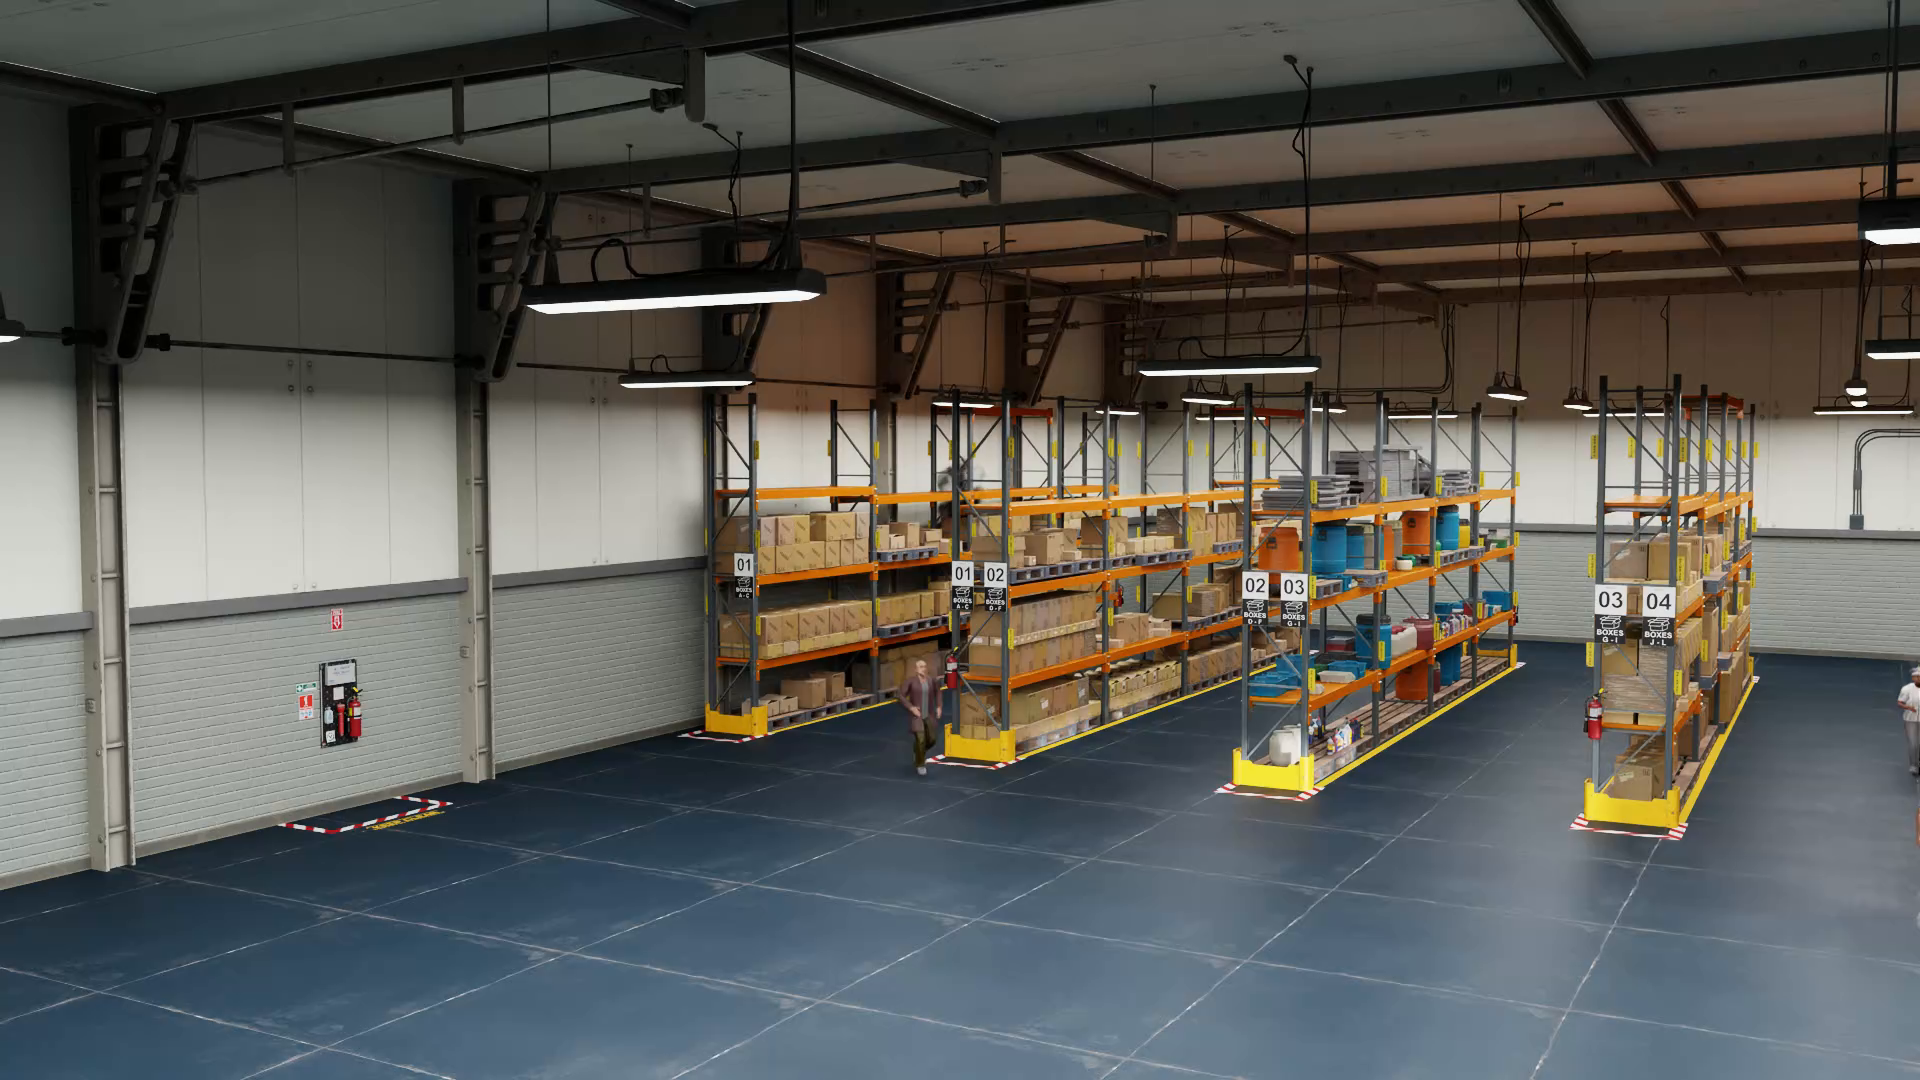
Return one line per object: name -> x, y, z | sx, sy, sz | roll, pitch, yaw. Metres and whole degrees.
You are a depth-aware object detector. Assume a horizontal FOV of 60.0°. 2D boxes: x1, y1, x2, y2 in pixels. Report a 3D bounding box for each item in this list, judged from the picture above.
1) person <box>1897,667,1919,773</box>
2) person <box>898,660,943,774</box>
person -> 14.633, 2.795, 25.408 | 0.562, 1.731, 0.710 | 2, 3, 27
person -> -0.600, 2.749, 25.903 | 0.770, 1.757, 0.672 | -2, 3, -28
